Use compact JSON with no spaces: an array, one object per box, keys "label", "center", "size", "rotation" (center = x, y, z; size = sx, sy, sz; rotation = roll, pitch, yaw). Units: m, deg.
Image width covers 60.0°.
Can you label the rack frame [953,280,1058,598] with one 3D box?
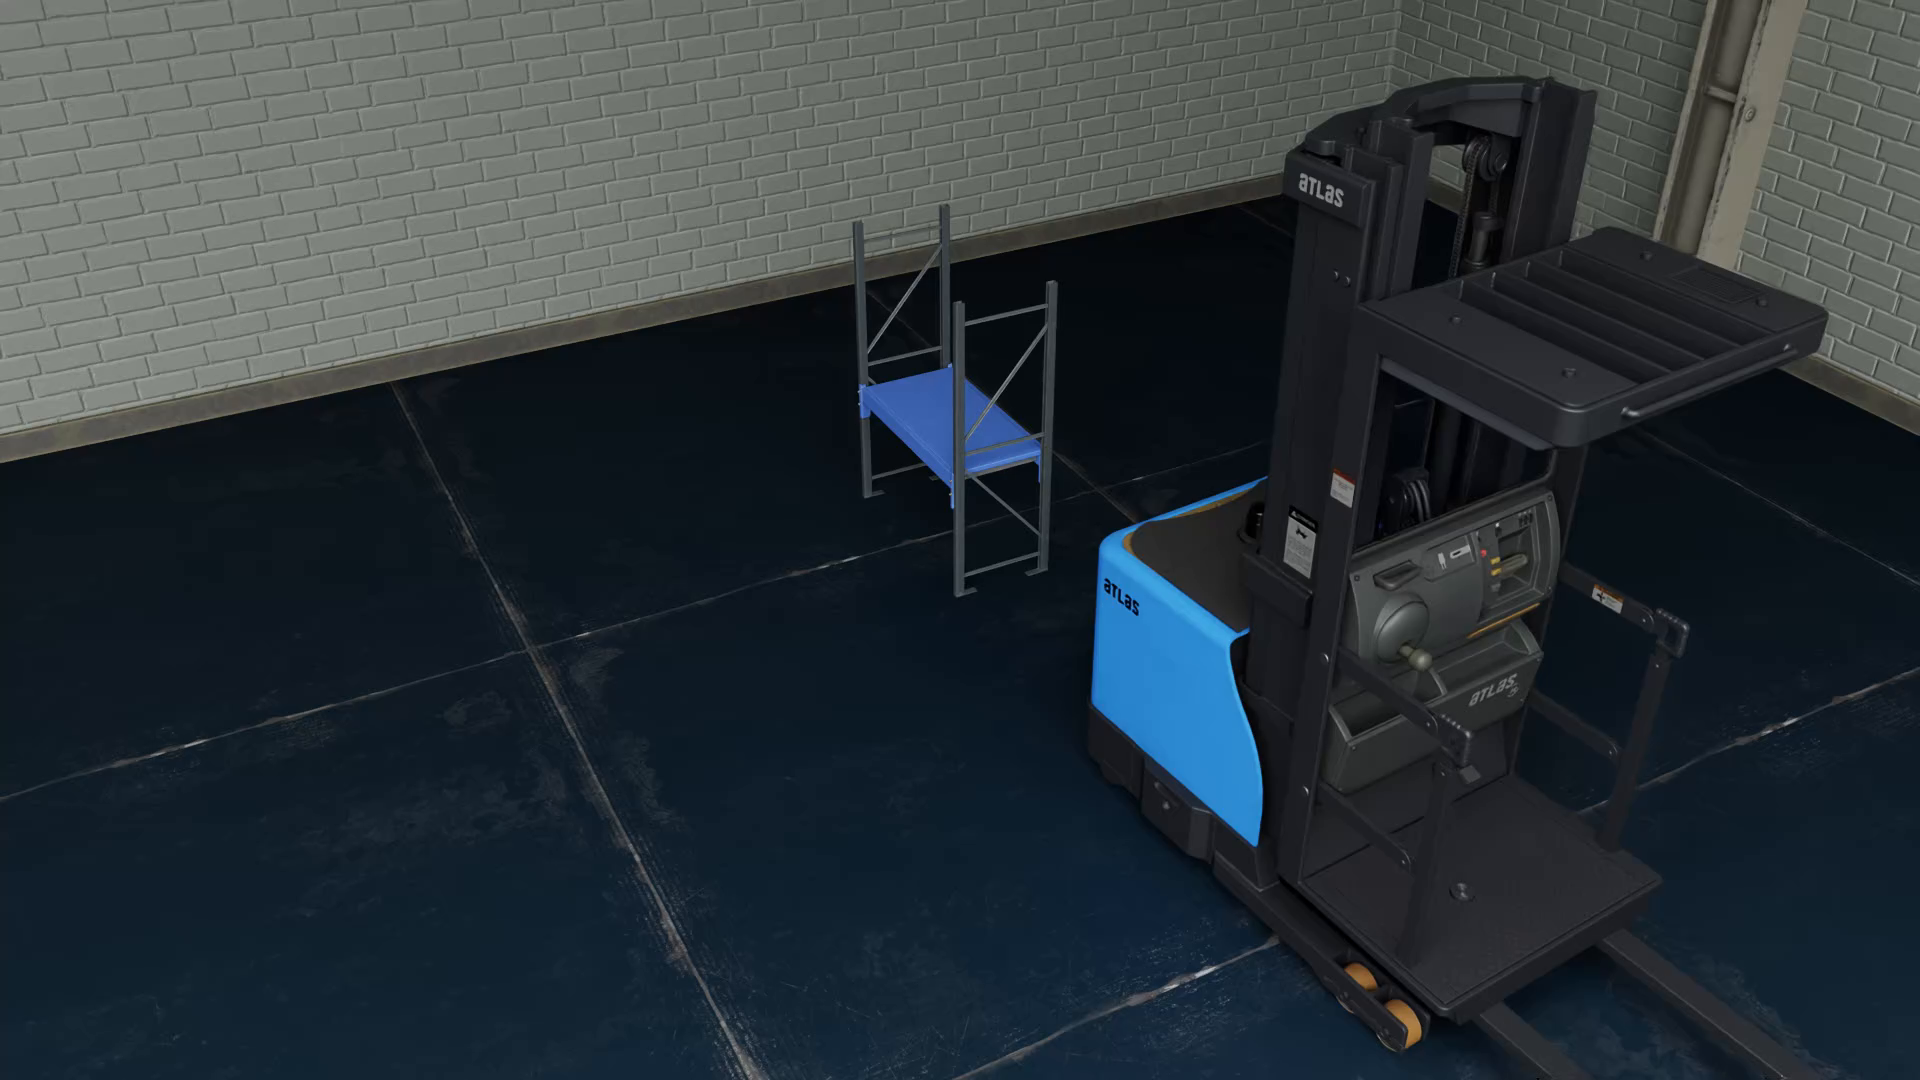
[{"label":"rack frame","center":[0.197,-0.430,7.530],"size":[0.500,1.500,0.032],"rotation":[-16,36,-23]}]

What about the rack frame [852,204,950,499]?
[{"label":"rack frame","center":[-0.277,-0.915,8.288],"size":[0.500,1.500,0.032],"rotation":[-16,36,-23]}]

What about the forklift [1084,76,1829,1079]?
[{"label":"forklift","center":[1.730,0.184,5.246],"size":[1.130,2.935,3.031],"rotation":[-19,37,-27]}]

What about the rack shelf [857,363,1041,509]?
[{"label":"rack shelf","center":[-0.040,-0.521,8.006],"size":[0.538,0.185,1.000],"rotation":[-16,36,-23]}]

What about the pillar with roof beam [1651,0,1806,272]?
[{"label":"pillar with roof beam","center":[0.609,-4.019,6.181],"size":[9.100,9.000,0.400],"rotation":[-16,36,-23]}]

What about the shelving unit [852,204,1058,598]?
[{"label":"shelving unit","center":[-0.040,-0.672,7.909],"size":[0.538,1.500,1.048],"rotation":[-16,36,-23]}]
